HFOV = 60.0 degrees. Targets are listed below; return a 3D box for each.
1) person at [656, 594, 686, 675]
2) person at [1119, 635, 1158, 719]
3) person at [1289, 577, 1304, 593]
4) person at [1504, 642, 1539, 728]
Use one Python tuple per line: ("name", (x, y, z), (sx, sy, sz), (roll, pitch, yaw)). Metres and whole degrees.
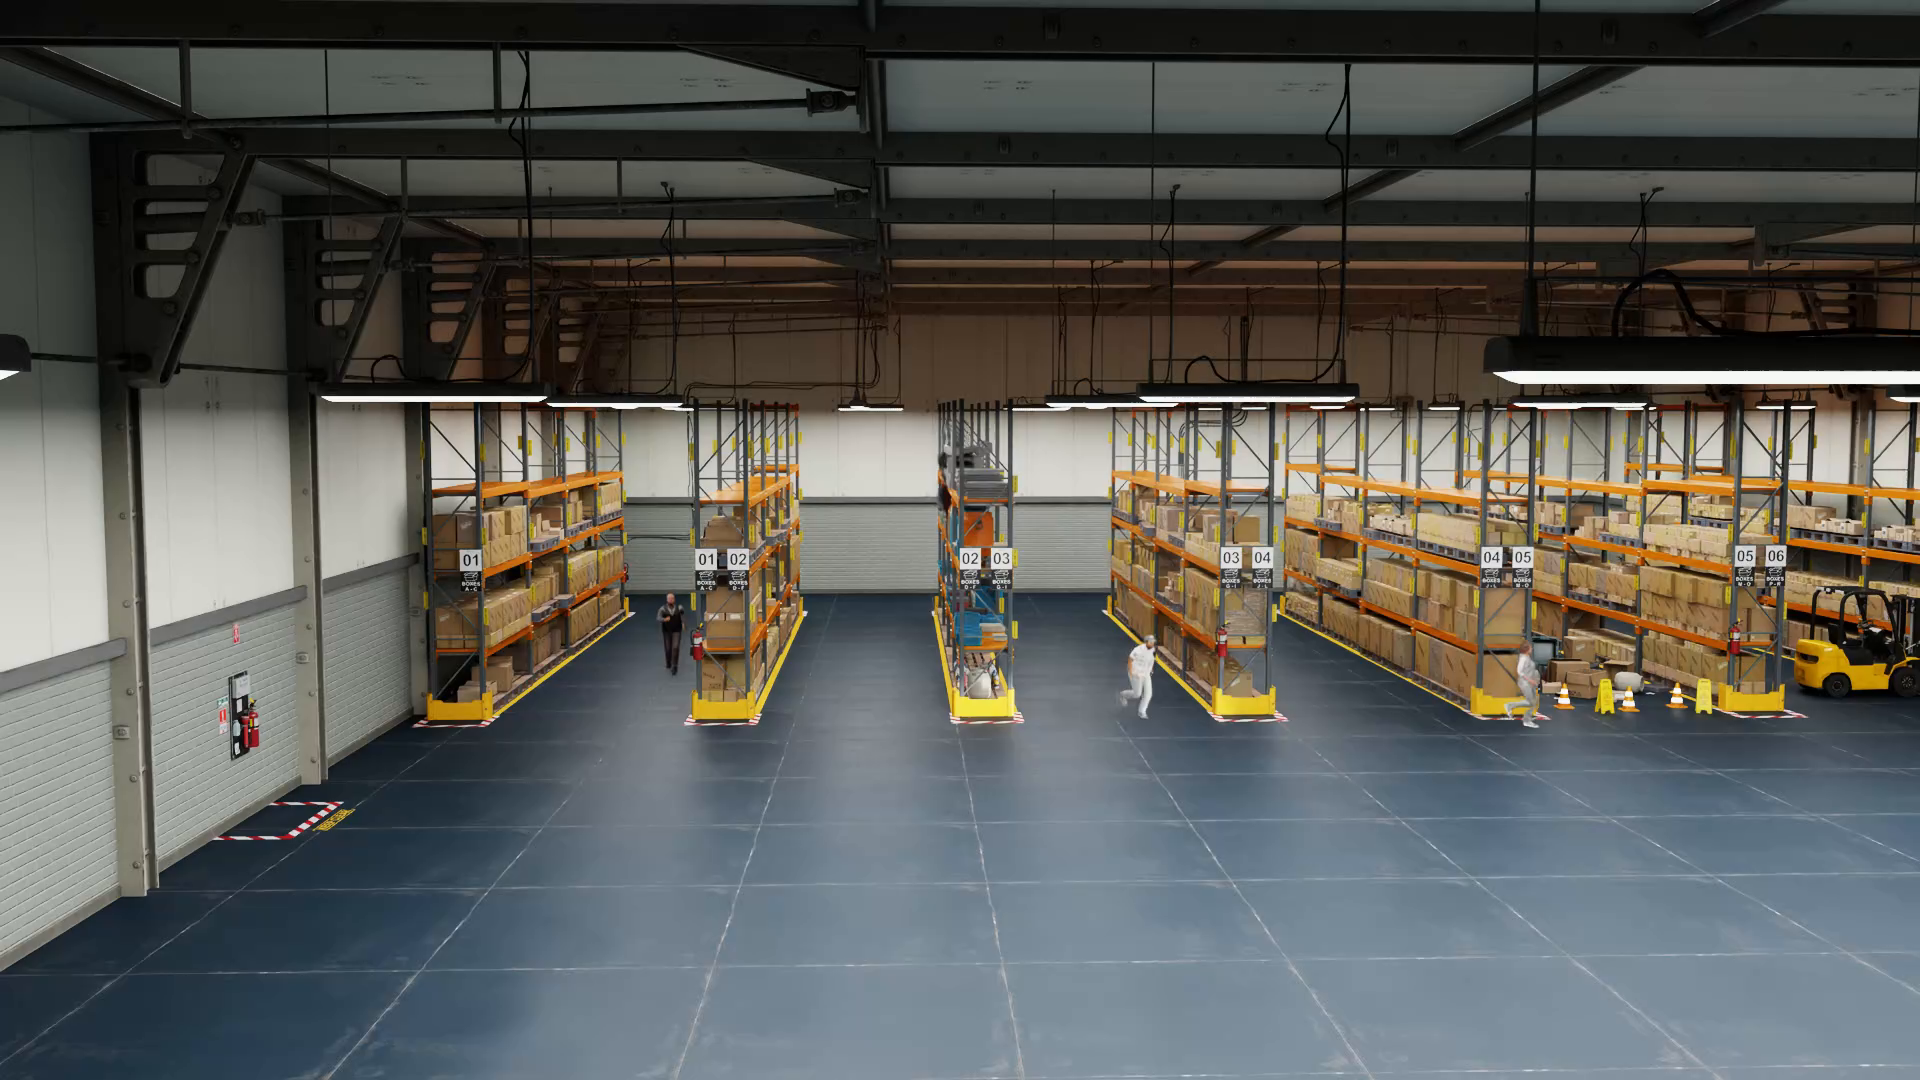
("person", (-6.372, 2.049, 36.706), (0.644, 1.729, 0.948), (-1, 4, -10))
("person", (3.396, 2.566, 31.486), (0.606, 1.617, 0.889), (-4, 6, -43))
("person", (10.150, 1.075, 50.104), (0.608, 1.694, 0.645), (-3, 5, -35))
("person", (10.295, 2.642, 30.428), (0.610, 1.562, 0.545), (2, 5, 28))
